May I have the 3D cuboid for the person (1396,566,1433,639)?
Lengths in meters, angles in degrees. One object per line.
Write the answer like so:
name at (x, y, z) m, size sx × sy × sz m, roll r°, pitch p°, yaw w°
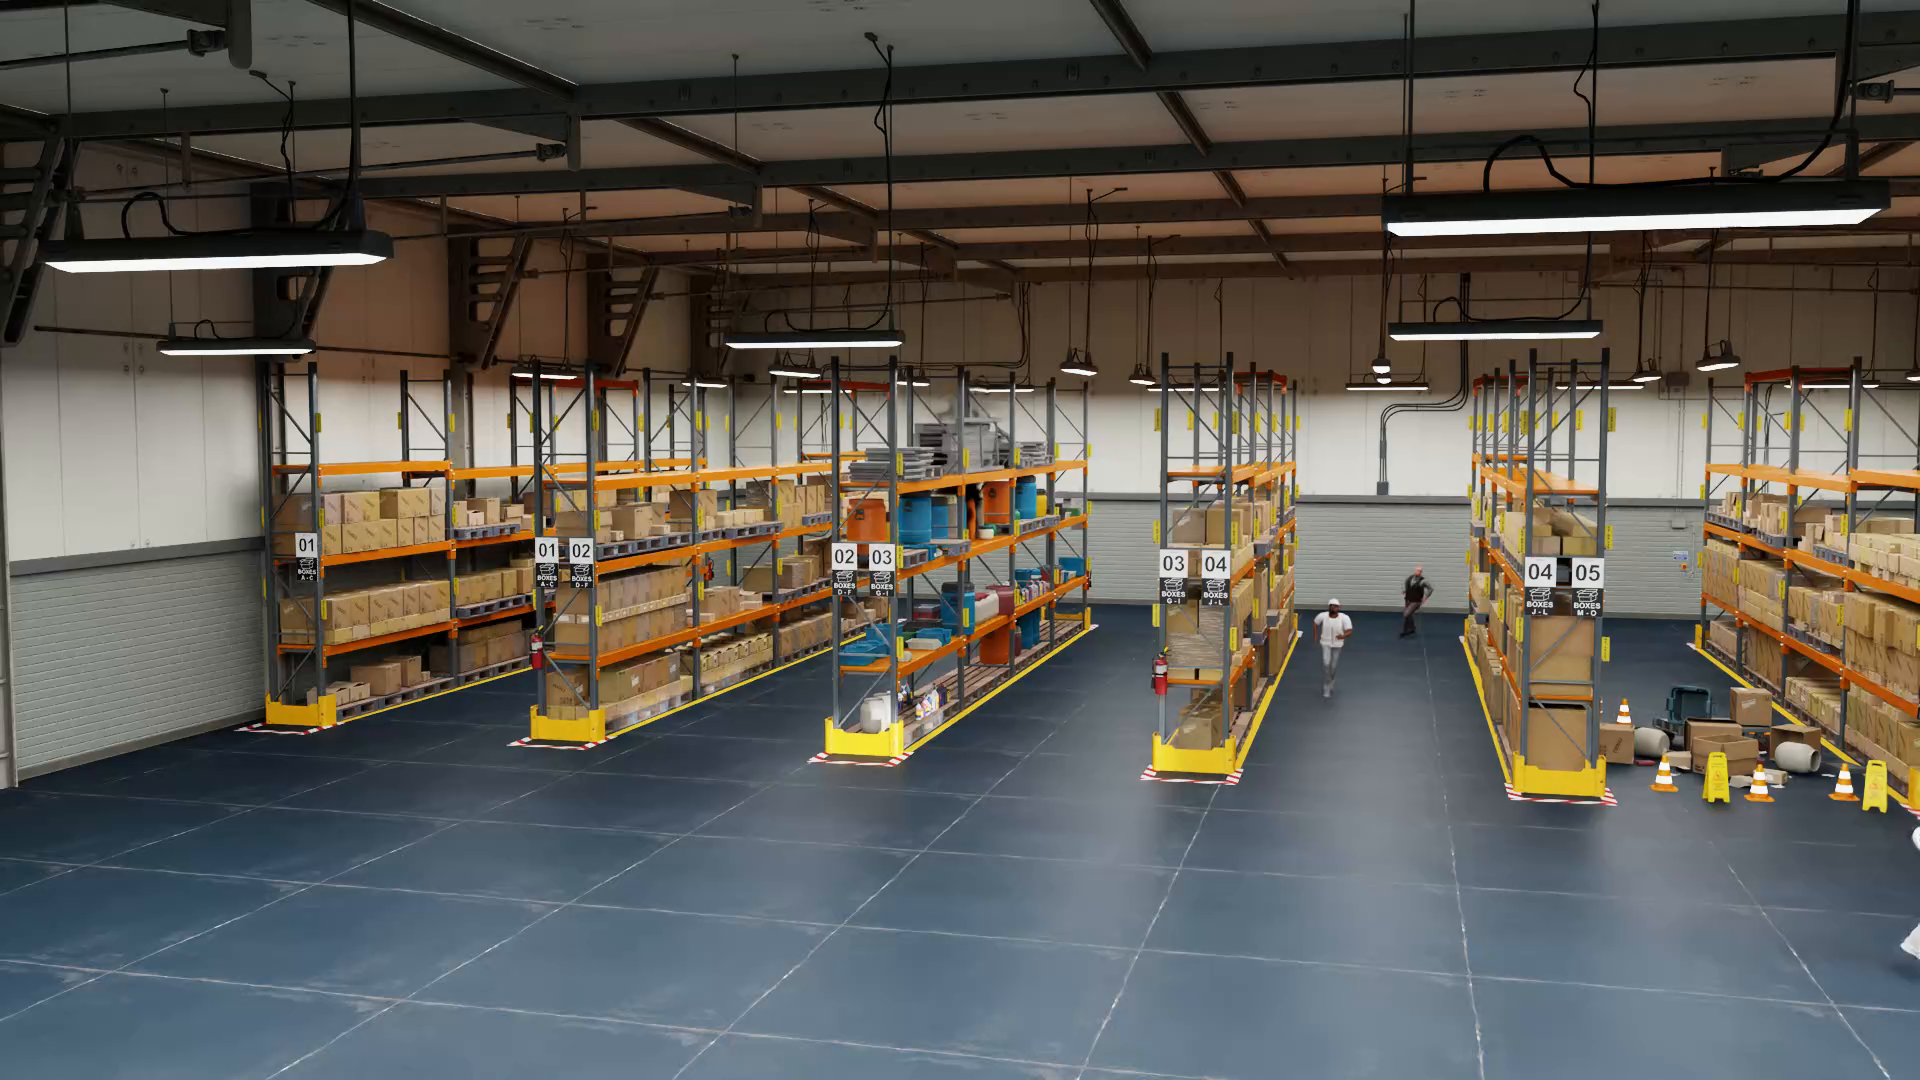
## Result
person at (10.559, 1.457, 38.677) m, size 0.720 × 1.715 × 0.745 m, roll -3°, pitch 5°, yaw -37°

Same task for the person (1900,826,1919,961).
person at (8.914, 3.052, 14.899) m, size 0.699 × 1.823 × 0.893 m, roll -3°, pitch 5°, yaw -40°

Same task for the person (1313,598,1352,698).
person at (6.869, 1.980, 30.668) m, size 0.692 × 1.836 × 0.820 m, roll 1°, pitch 4°, yaw 8°
